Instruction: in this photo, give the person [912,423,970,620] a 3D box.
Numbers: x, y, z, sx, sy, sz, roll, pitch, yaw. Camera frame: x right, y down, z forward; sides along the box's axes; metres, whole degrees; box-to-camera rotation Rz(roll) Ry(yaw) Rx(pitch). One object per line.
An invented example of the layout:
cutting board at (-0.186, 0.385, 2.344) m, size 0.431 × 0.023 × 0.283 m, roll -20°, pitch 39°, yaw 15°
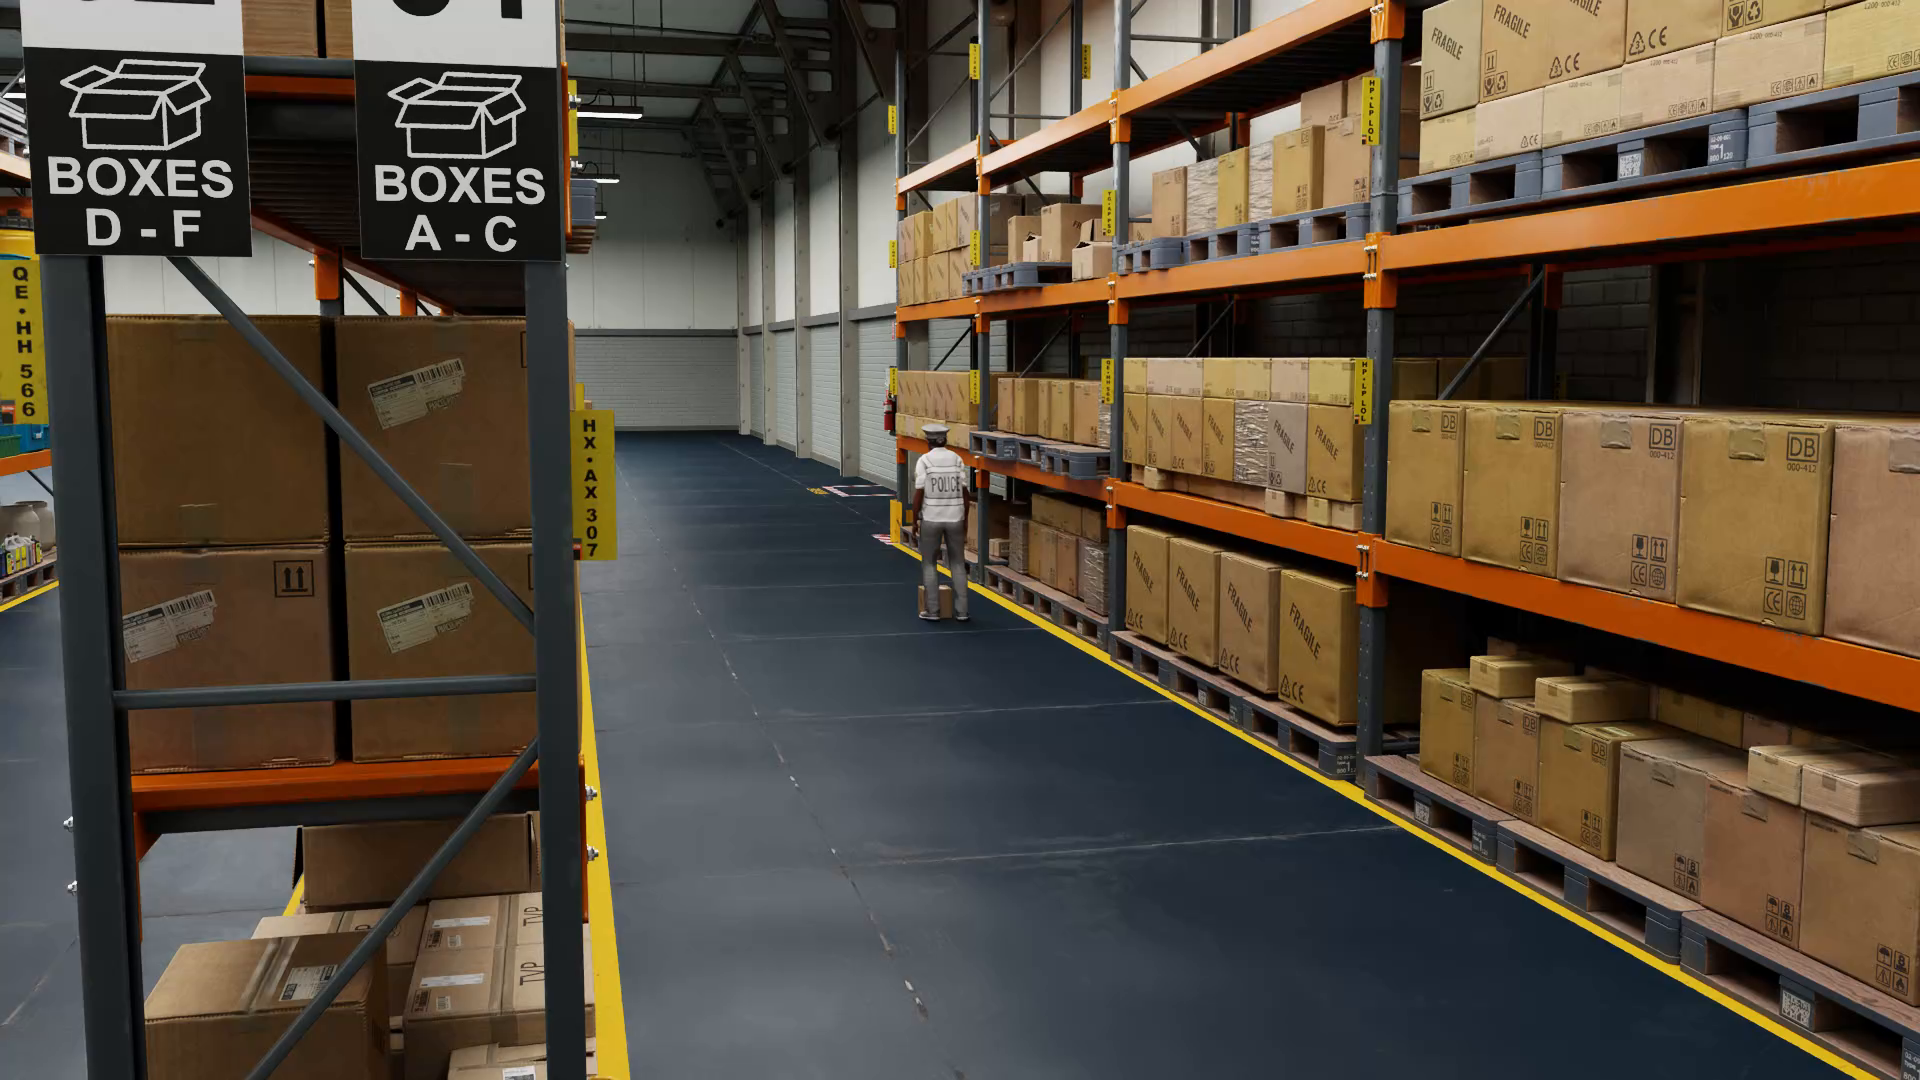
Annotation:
person at (-0.154, -0.147, 14.011) m, size 0.532 × 1.663 × 0.422 m, roll -2°, pitch 7°, yaw -17°
